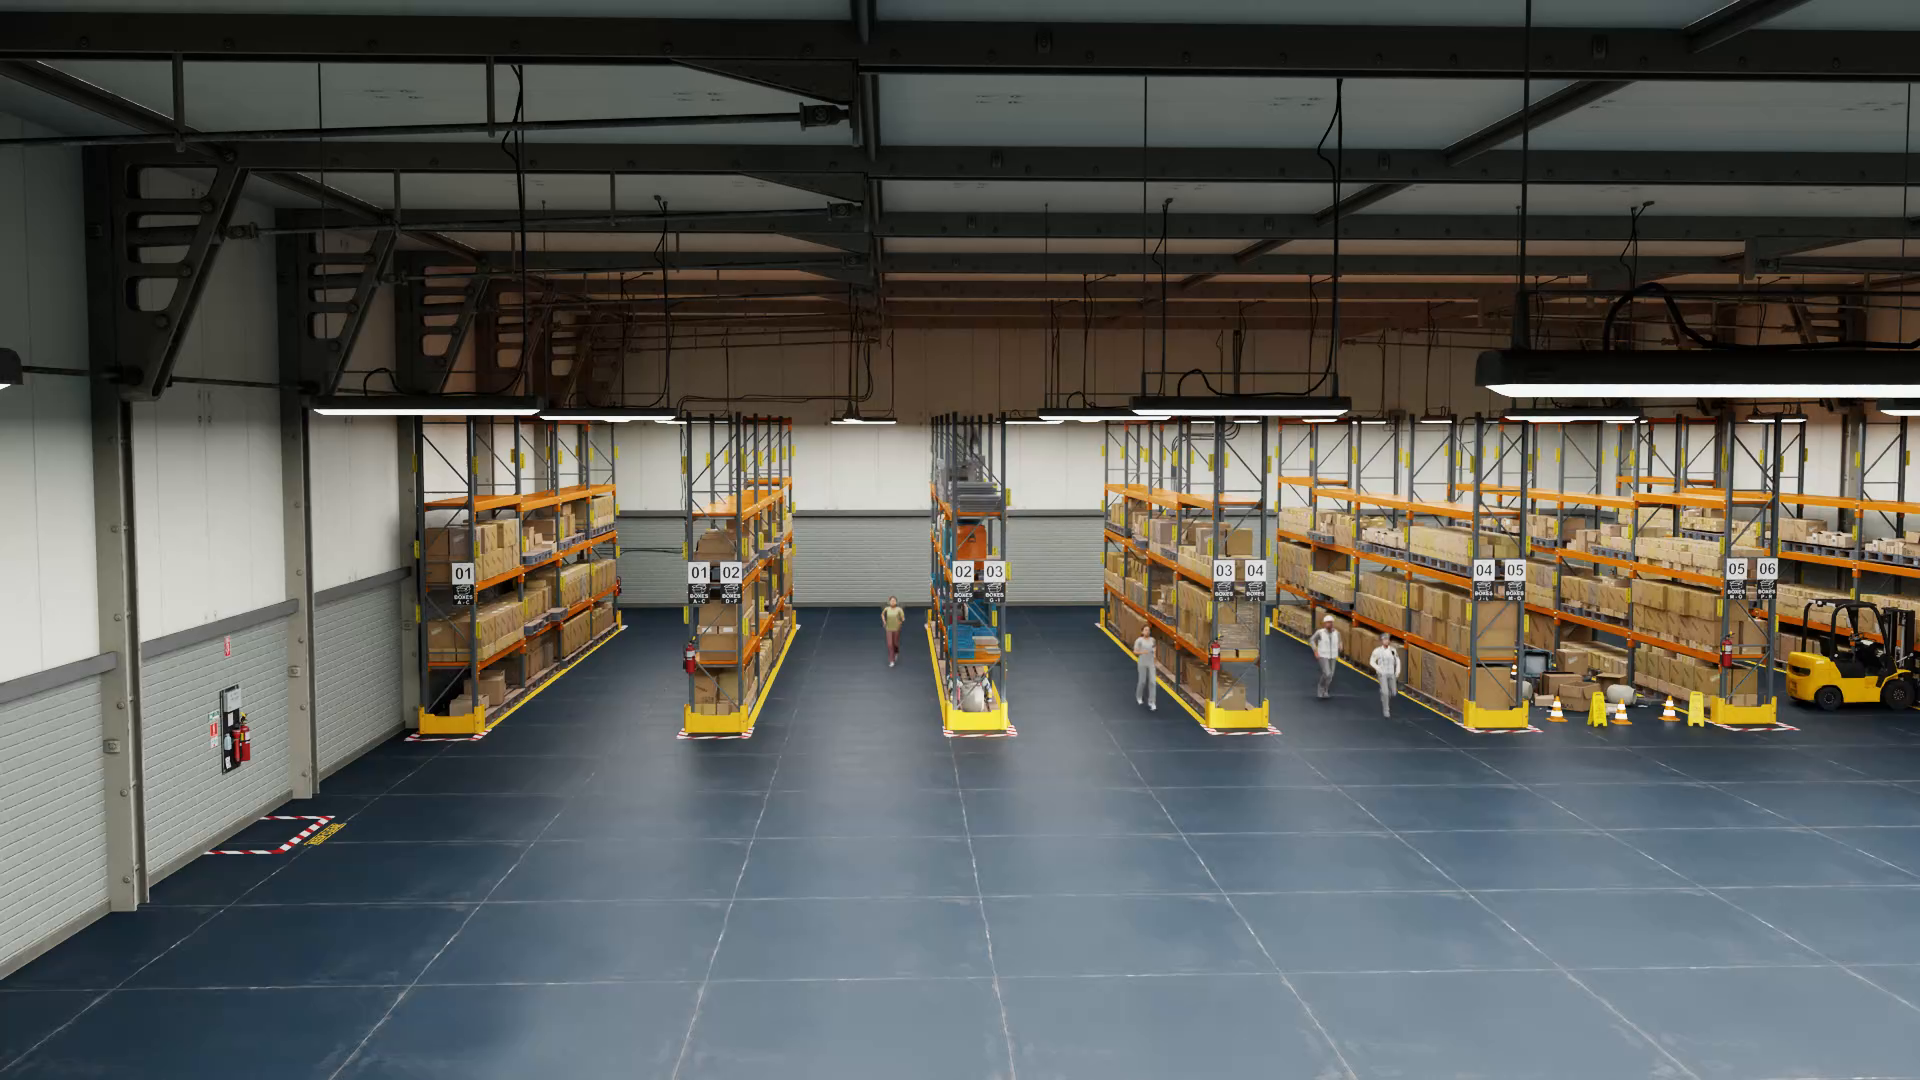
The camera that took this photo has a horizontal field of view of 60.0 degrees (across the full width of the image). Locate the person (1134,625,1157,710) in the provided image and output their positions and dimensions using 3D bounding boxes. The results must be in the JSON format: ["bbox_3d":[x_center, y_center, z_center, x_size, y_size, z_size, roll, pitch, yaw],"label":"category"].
[{"bbox_3d":[3.786,2.559,33.818,0.559,1.686,0.884,-1,4,-12],"label":"person"}]

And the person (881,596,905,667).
[{"bbox_3d":[-1.606,2.181,39.981,0.579,1.671,0.894,0,4,1],"label":"person"}]

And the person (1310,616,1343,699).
[{"bbox_3d":[7.752,2.465,34.959,0.661,1.760,0.677,-1,4,-14],"label":"person"}]

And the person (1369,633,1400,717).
[{"bbox_3d":[8.465,2.660,33.128,0.639,1.650,0.608,-1,4,-9],"label":"person"}]
